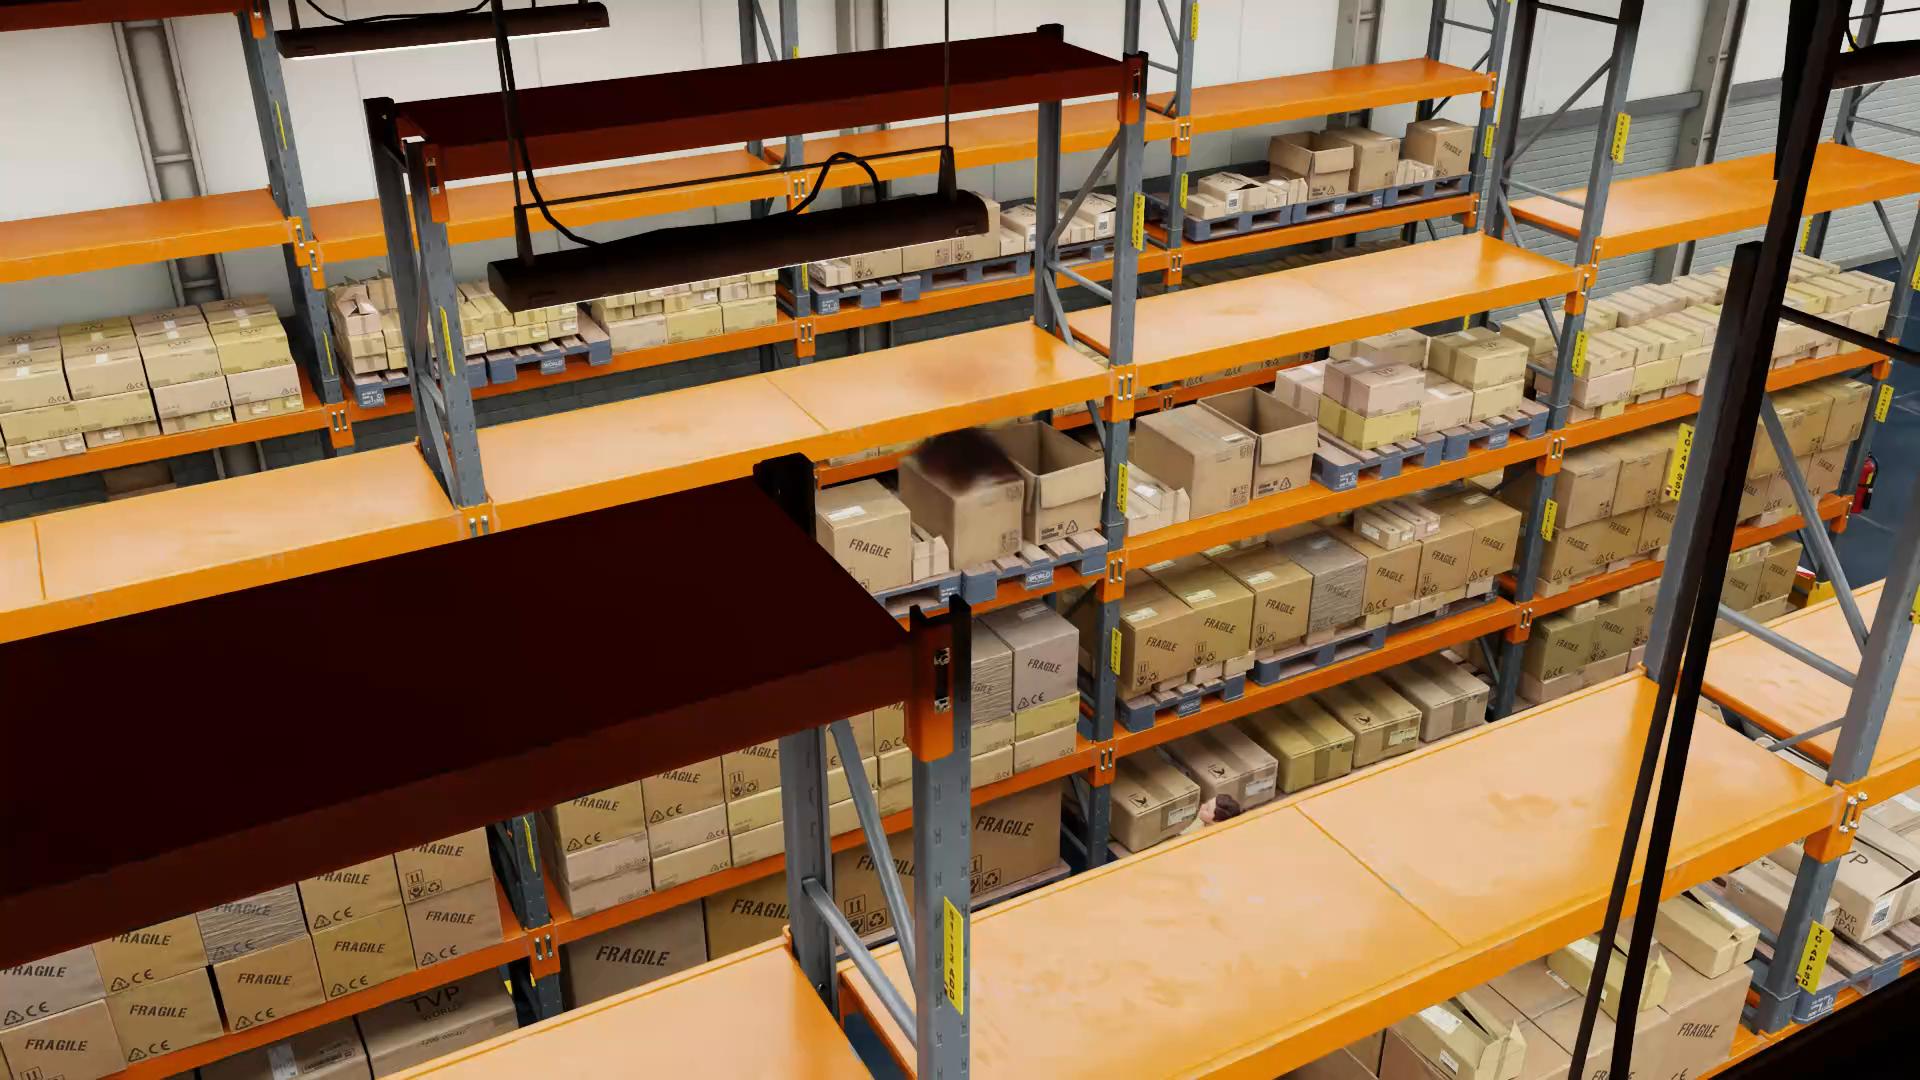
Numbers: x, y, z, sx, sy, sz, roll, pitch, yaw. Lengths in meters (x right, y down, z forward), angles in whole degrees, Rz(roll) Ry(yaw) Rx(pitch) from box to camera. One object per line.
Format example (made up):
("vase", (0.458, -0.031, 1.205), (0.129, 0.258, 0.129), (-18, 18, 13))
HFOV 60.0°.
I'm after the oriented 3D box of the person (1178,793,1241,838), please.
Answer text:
("person", (1.474, 2.314, 10.590), (0.676, 1.667, 0.449), (-22, 35, -35))
